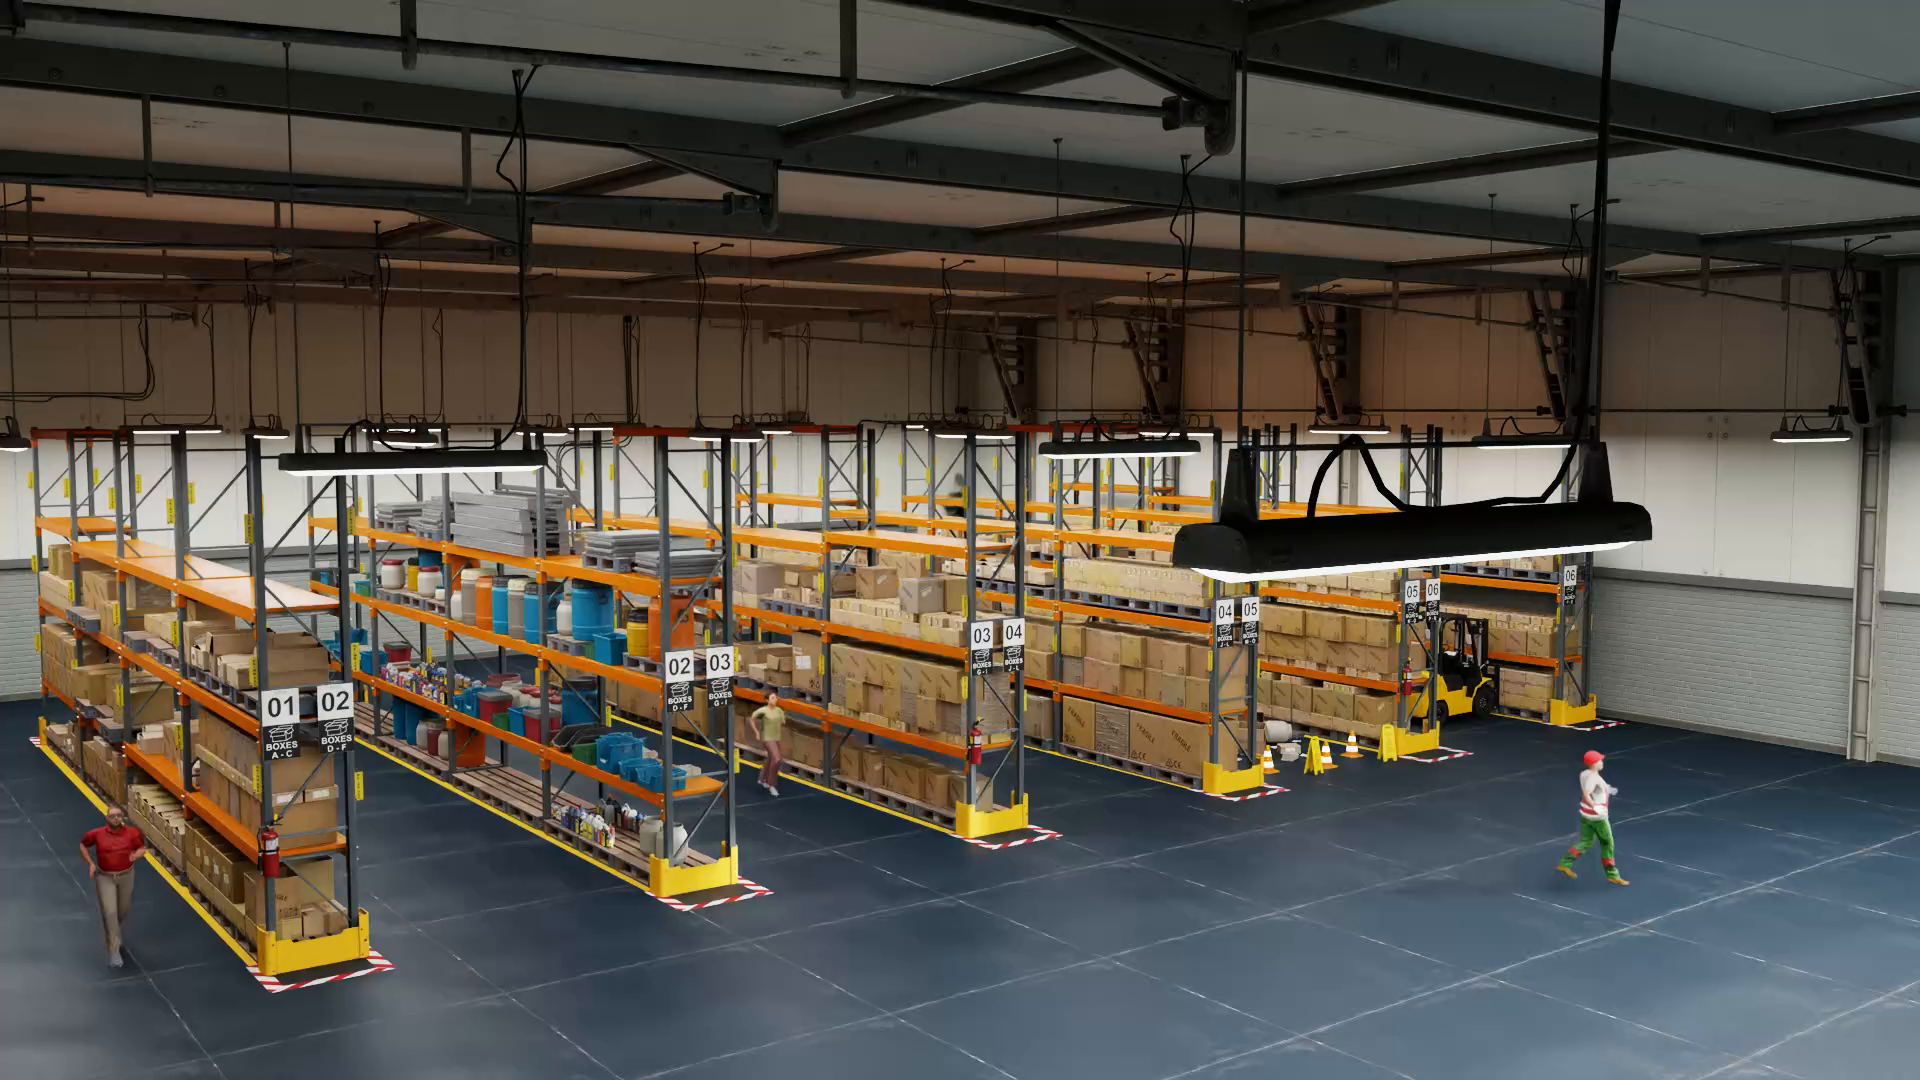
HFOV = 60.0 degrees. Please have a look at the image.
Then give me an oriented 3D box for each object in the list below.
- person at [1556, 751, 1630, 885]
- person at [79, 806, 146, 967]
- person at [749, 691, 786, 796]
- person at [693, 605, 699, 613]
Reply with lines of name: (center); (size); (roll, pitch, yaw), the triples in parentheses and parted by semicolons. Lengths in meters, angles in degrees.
person: (8.405, 3.671, 22.024); (0.948, 1.783, 0.656); (0, 4, -2)
person: (-9.774, 3.955, 19.263); (0.653, 1.776, 0.890); (-4, 6, -39)
person: (-3.124, 3.343, 27.451); (0.723, 1.721, 0.543); (4, 6, 40)
person: (-6.566, 2.307, 40.074); (0.733, 1.762, 1.029); (2, 5, 28)
